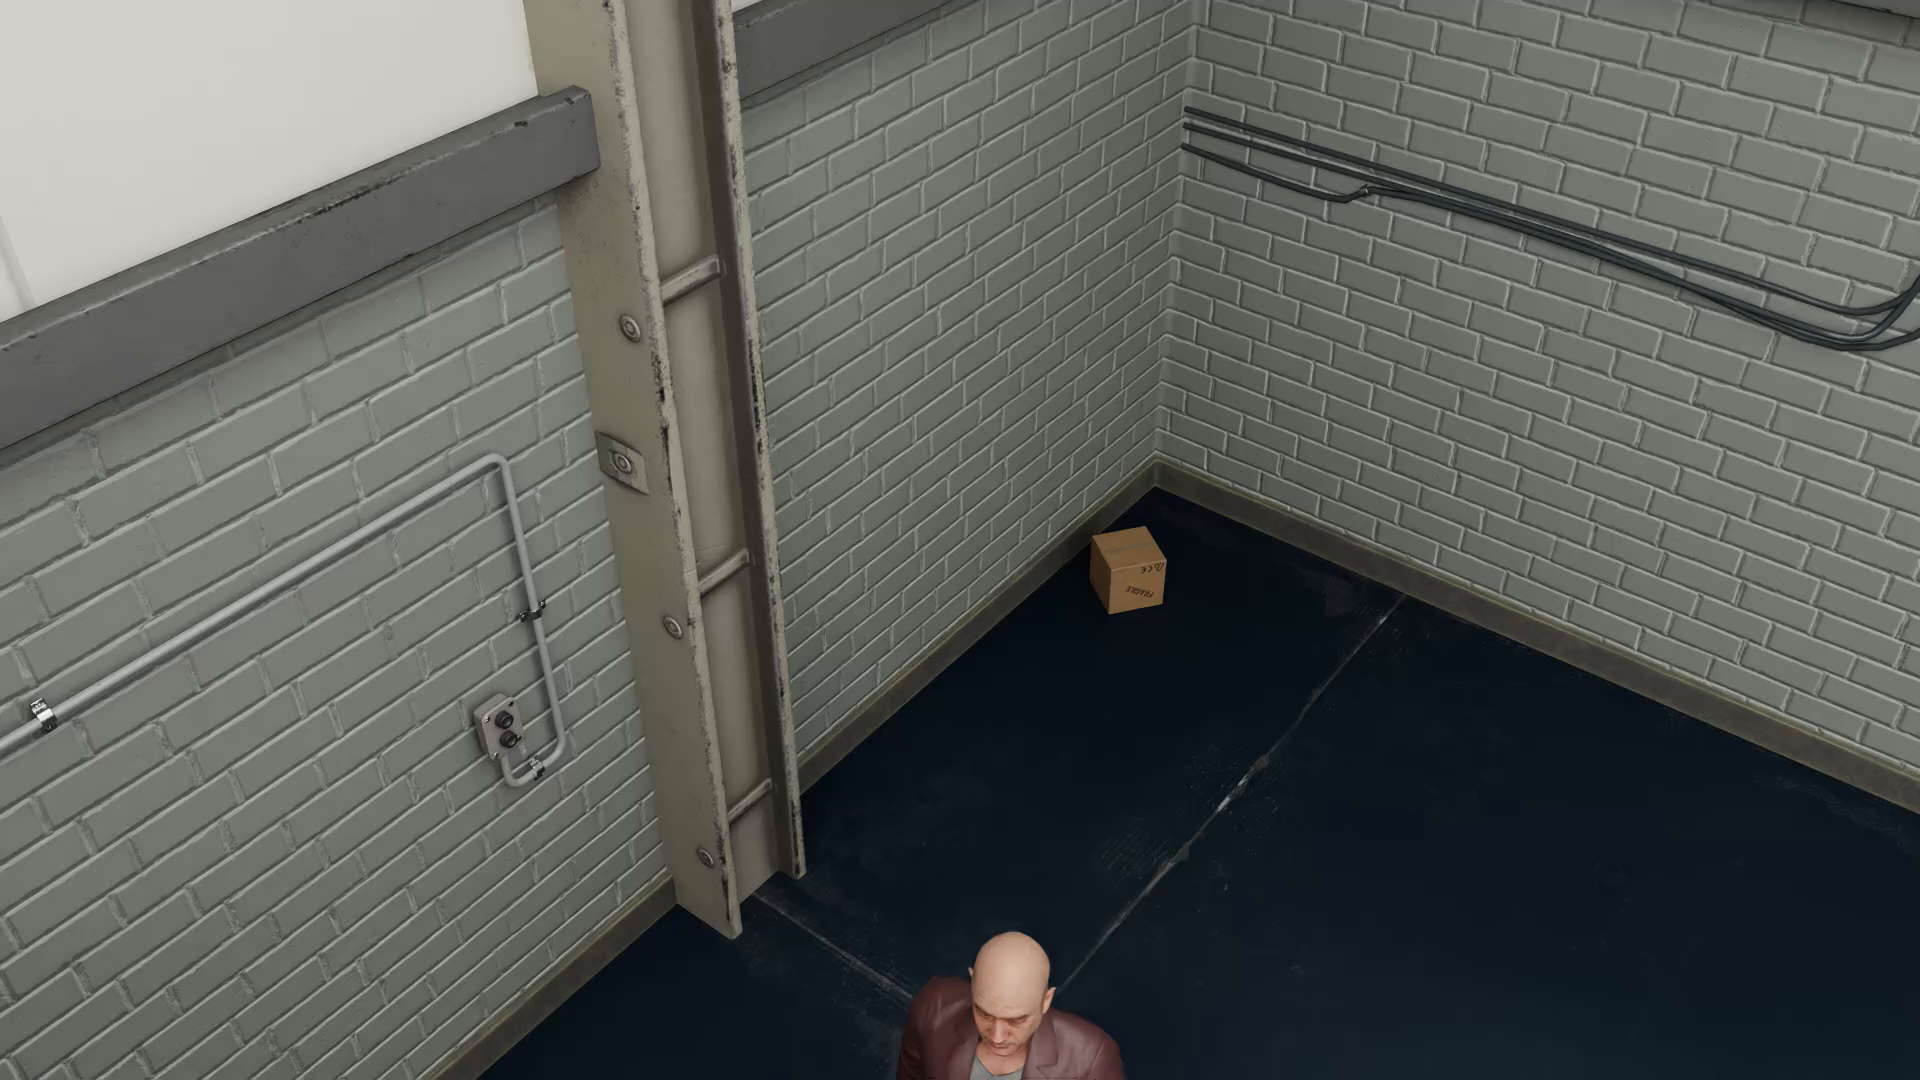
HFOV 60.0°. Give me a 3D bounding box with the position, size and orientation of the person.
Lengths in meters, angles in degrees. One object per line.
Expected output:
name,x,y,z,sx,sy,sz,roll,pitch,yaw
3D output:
person,0.085,1.634,4.108,0.644,1.810,0.839,10,40,13
